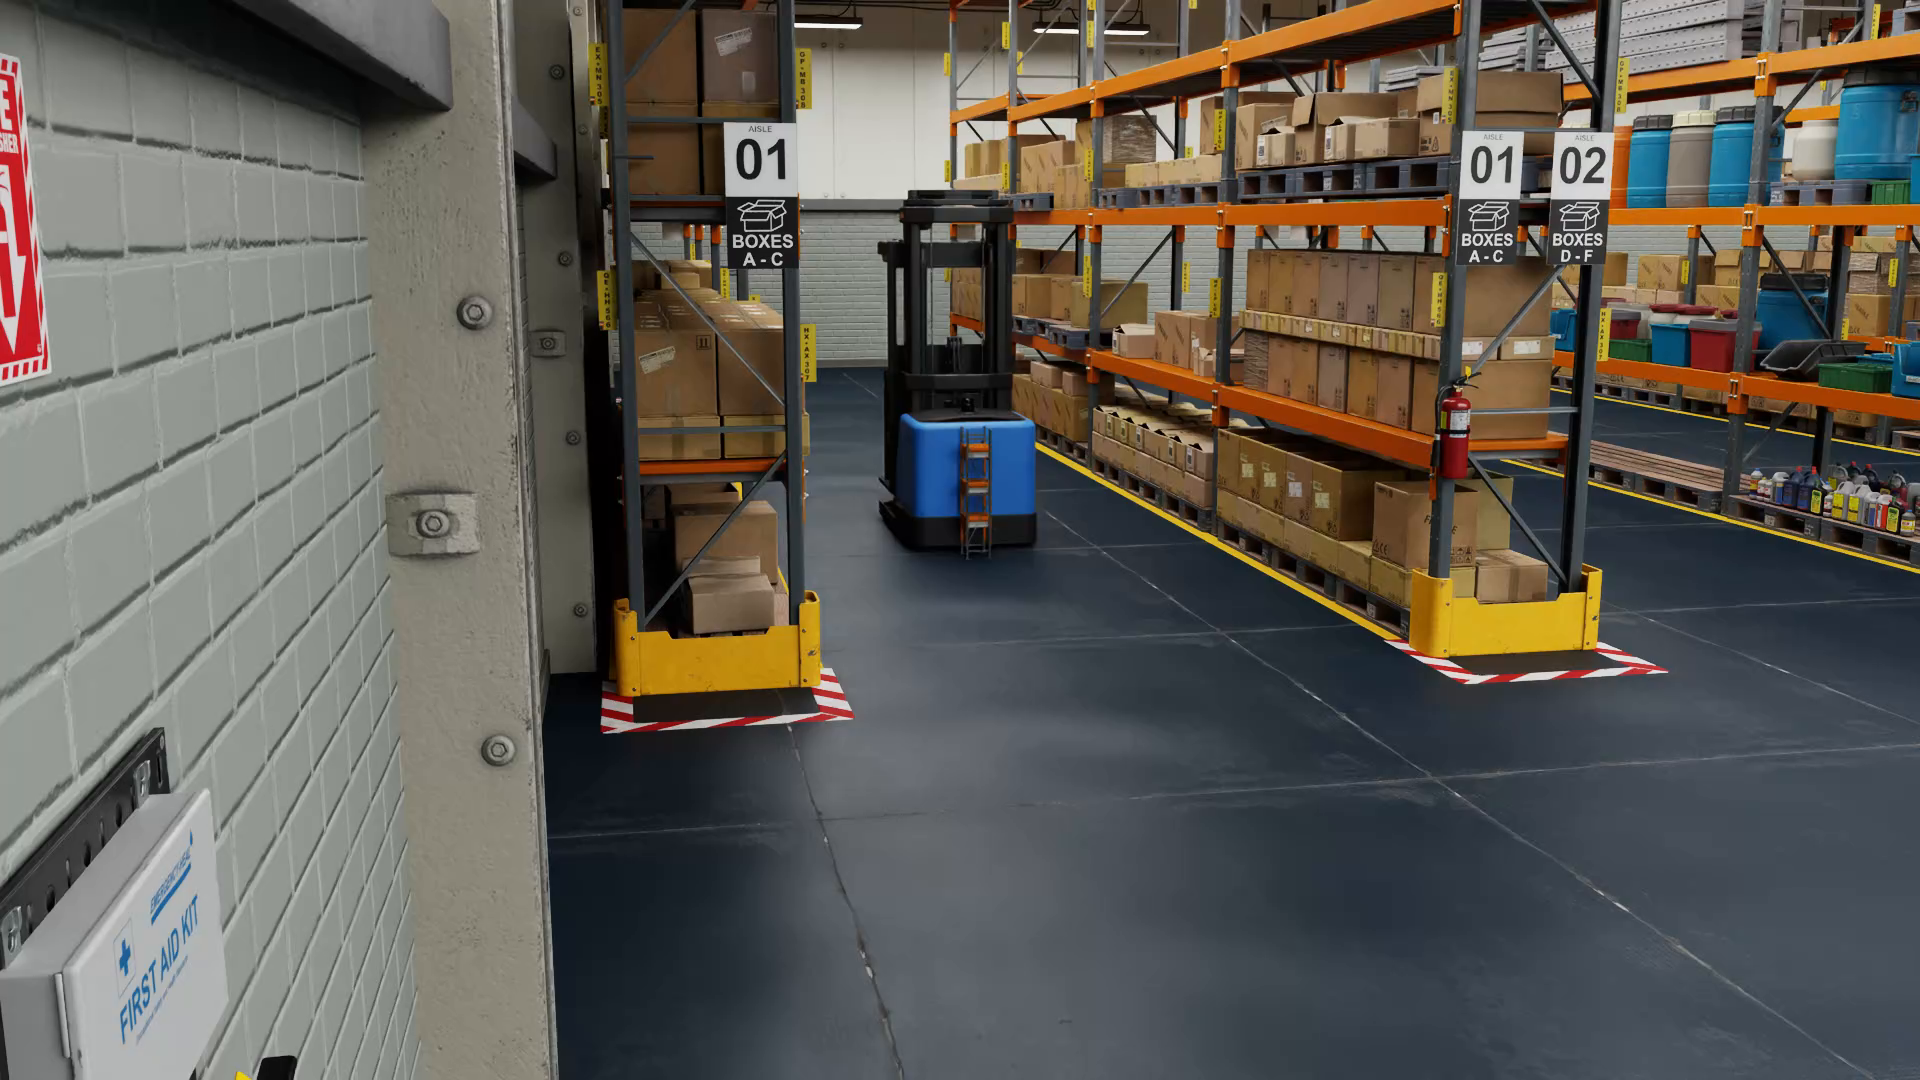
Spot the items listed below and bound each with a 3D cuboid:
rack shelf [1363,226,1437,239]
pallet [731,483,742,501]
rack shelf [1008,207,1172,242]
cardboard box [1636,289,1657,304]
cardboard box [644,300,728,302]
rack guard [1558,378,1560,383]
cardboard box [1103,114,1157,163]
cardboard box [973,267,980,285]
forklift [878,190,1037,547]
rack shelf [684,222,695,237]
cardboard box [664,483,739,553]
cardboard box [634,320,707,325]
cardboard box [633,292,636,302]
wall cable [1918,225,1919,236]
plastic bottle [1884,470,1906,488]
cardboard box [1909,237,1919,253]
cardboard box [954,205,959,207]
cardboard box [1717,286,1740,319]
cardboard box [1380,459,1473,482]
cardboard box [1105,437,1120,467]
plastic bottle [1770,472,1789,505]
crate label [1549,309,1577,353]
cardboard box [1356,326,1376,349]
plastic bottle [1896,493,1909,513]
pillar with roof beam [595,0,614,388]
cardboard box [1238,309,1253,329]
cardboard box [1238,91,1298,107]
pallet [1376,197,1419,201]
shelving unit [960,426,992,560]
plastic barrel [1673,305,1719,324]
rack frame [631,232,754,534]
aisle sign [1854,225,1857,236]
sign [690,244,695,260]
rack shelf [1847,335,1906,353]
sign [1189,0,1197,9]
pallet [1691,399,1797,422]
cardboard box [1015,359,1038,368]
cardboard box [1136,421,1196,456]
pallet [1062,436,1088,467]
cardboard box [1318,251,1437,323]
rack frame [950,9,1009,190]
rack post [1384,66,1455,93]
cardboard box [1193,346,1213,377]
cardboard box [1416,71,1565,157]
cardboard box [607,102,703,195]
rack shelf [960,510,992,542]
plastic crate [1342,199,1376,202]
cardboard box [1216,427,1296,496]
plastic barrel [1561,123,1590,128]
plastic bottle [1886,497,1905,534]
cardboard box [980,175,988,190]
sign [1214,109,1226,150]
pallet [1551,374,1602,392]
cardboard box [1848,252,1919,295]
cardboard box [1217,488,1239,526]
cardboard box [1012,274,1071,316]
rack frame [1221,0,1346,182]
[{"bbox_3d":[6.374,-3.930,20.725,1.077,0.370,4.000,-2,11,-11],"label":"rack shelf"},{"bbox_3d":[-2.571,-0.346,15.452,1.003,0.211,1.213,-2,11,-11],"label":"pallet"},{"bbox_3d":[1.514,-3.751,19.782,1.077,0.370,4.000,-2,11,-11],"label":"rack shelf"},{"bbox_3d":[10.397,-3.596,24.671,0.500,0.250,0.500,-2,11,-9],"label":"cardboard box"},{"bbox_3d":[-2.243,-1.709,13.710,0.700,0.500,0.500,-2,11,-11],"label":"cardboard box"},{"bbox_3d":[10.061,-2.867,27.923,1.175,0.500,0.348,-2,11,-11],"label":"rack guard"},{"bbox_3d":[1.825,-4.358,18.106,0.500,0.500,0.500,-2,11,-11],"label":"cardboard box"},{"bbox_3d":[0.476,-3.900,23.722,0.500,0.500,0.500,-2,11,-12],"label":"cardboard box"},{"bbox_3d":[-0.131,-1.607,14.803,1.130,2.935,3.031,-2,11,-10],"label":"forklift"},{"bbox_3d":[-4.122,-4.304,22.687,1.077,0.370,4.000,-2,11,-11],"label":"rack shelf"},{"bbox_3d":[-1.936,-0.149,12.464,0.500,0.500,0.500,-3,11,-15],"label":"cardboard box"},{"bbox_3d":[-1.788,-1.092,10.252,0.500,0.500,0.500,-2,11,-10],"label":"cardboard box"},{"bbox_3d":[-3.306,-2.365,17.484,0.500,0.500,0.500,-2,11,-11],"label":"cardboard box"},{"bbox_3d":[20.055,-6.037,35.176,0.588,1.984,0.122,-2,11,-11],"label":"wall cable"},{"bbox_3d":[8.049,-0.422,14.301,0.144,0.351,0.185,-2,11,-11],"label":"plastic bottle"},{"bbox_3d":[15.180,-4.471,25.926,0.500,0.500,0.500,-2,11,-10],"label":"cardboard box"},{"bbox_3d":[0.198,-5.027,24.967,0.500,0.250,0.500,-2,11,-11],"label":"cardboard box"},{"bbox_3d":[10.786,-3.221,22.827,0.500,0.500,0.500,-2,11,-11],"label":"cardboard box"},{"bbox_3d":[3.364,-0.310,12.027,0.500,0.500,0.500,-2,11,-11],"label":"cardboard box"},{"bbox_3d":[1.816,-0.920,17.241,0.500,0.250,0.500,-2,11,-13],"label":"cardboard box"},{"bbox_3d":[7.262,-0.455,14.673,0.152,0.276,0.135,-2,11,-9],"label":"plastic bottle"},{"bbox_3d":[6.691,-2.269,17.999,0.502,0.435,0.616,-2,11,-11],"label":"crate label"},{"bbox_3d":[2.998,-1.417,11.615,0.380,0.149,0.250,-2,11,-9],"label":"cardboard box"},{"bbox_3d":[7.614,-0.230,13.470,0.061,0.283,0.133,-2,11,-11],"label":"plastic bottle"},{"bbox_3d":[-1.662,-7.118,27.525,9.100,9.000,0.548,-2,11,-11],"label":"pillar with roof beam"},{"bbox_3d":[2.544,-1.842,13.848,0.380,0.149,0.250,-2,11,-11],"label":"cardboard box"},{"bbox_3d":[2.600,-3.619,14.440,0.500,0.500,0.500,-2,11,-10],"label":"cardboard box"},{"bbox_3d":[6.233,-4.417,21.866,1.213,0.211,1.003,-2,11,-11],"label":"pallet"},{"bbox_3d":[0.129,-0.379,13.380,0.215,1.050,0.252,-2,11,-10],"label":"shelving unit"},{"bbox_3d":[7.427,-2.094,16.815,0.433,0.535,0.433,0,11,0],"label":"plastic barrel"},{"bbox_3d":[-2.177,-1.349,13.264,1.000,3.000,0.127,-2,11,-11],"label":"rack frame"},{"bbox_3d":[15.230,-5.554,28.401,0.394,0.787,0.004,-2,11,-11],"label":"aisle sign"},{"bbox_3d":[-3.976,-4.253,24.787,0.100,0.325,0.005,-2,11,-11],"label":"sign"},{"bbox_3d":[11.232,-2.637,21.952,1.077,0.370,4.000,-2,11,-11],"label":"rack shelf"},{"bbox_3d":[2.447,-5.768,17.515,0.100,0.325,0.005,-2,11,-11],"label":"sign"},{"bbox_3d":[11.067,-1.848,23.343,1.003,0.211,1.213,-2,11,-11],"label":"pallet"},{"bbox_3d":[0.755,-2.332,23.924,0.797,0.503,0.637,-2,11,-11],"label":"cardboard box"},{"bbox_3d":[2.025,-1.004,16.181,0.500,0.311,0.500,-2,11,-12],"label":"cardboard box"},{"bbox_3d":[1.795,-1.032,19.056,1.003,0.211,1.213,-2,11,-11],"label":"pallet"},{"bbox_3d":[3.067,-1.859,12.206,0.700,0.500,0.500,-2,11,-11],"label":"cardboard box"},{"bbox_3d":[0.347,-6.678,25.216,1.000,3.000,0.127,-2,11,-11],"label":"rack frame"},{"bbox_3d":[6.118,-5.931,21.494,0.937,0.300,0.954,-2,11,-12],"label":"rack post"},{"bbox_3d":[2.330,-1.619,15.038,0.396,0.266,0.258,-2,11,-12],"label":"cardboard box"},{"bbox_3d":[3.352,-2.701,10.571,0.797,0.503,0.637,-1,11,-7],"label":"cardboard box"},{"bbox_3d":[-1.729,-2.216,9.471,0.500,0.500,0.500,-1,11,-7],"label":"cardboard box"},{"bbox_3d":[0.129,-0.096,13.434,0.215,0.259,0.240,-2,11,-10],"label":"rack shelf"},{"bbox_3d":[5.606,-4.613,22.955,0.450,0.188,0.662,-2,11,-11],"label":"plastic crate"},{"bbox_3d":[2.464,-0.658,13.855,0.500,0.500,0.500,-2,11,-11],"label":"cardboard box"},{"bbox_3d":[6.710,-4.005,17.851,0.600,0.901,0.600,0,11,0],"label":"plastic barrel"},{"bbox_3d":[7.491,-0.199,13.310,0.061,0.283,0.133,-2,11,-10],"label":"plastic bottle"},{"bbox_3d":[0.576,-4.906,22.991,0.500,0.250,0.500,-2,11,-11],"label":"cardboard box"},{"bbox_3d":[2.151,-3.391,13.742,0.100,0.325,0.005,-2,11,-11],"label":"sign"},{"bbox_3d":[10.298,-2.577,27.171,1.003,0.211,1.213,-2,11,-11],"label":"pallet"},{"bbox_3d":[11.495,-3.300,20.562,0.797,0.503,0.637,-2,11,-9],"label":"cardboard box"},{"bbox_3d":[2.474,-0.290,13.927,0.500,0.250,0.500,-2,11,-11],"label":"cardboard box"},{"bbox_3d":[0.998,-3.158,21.375,0.700,0.500,0.500,-6,12,-30],"label":"cardboard box"},{"bbox_3d":[2.681,-4.477,13.653,1.000,3.000,0.127,-2,11,-11],"label":"rack frame"}]
